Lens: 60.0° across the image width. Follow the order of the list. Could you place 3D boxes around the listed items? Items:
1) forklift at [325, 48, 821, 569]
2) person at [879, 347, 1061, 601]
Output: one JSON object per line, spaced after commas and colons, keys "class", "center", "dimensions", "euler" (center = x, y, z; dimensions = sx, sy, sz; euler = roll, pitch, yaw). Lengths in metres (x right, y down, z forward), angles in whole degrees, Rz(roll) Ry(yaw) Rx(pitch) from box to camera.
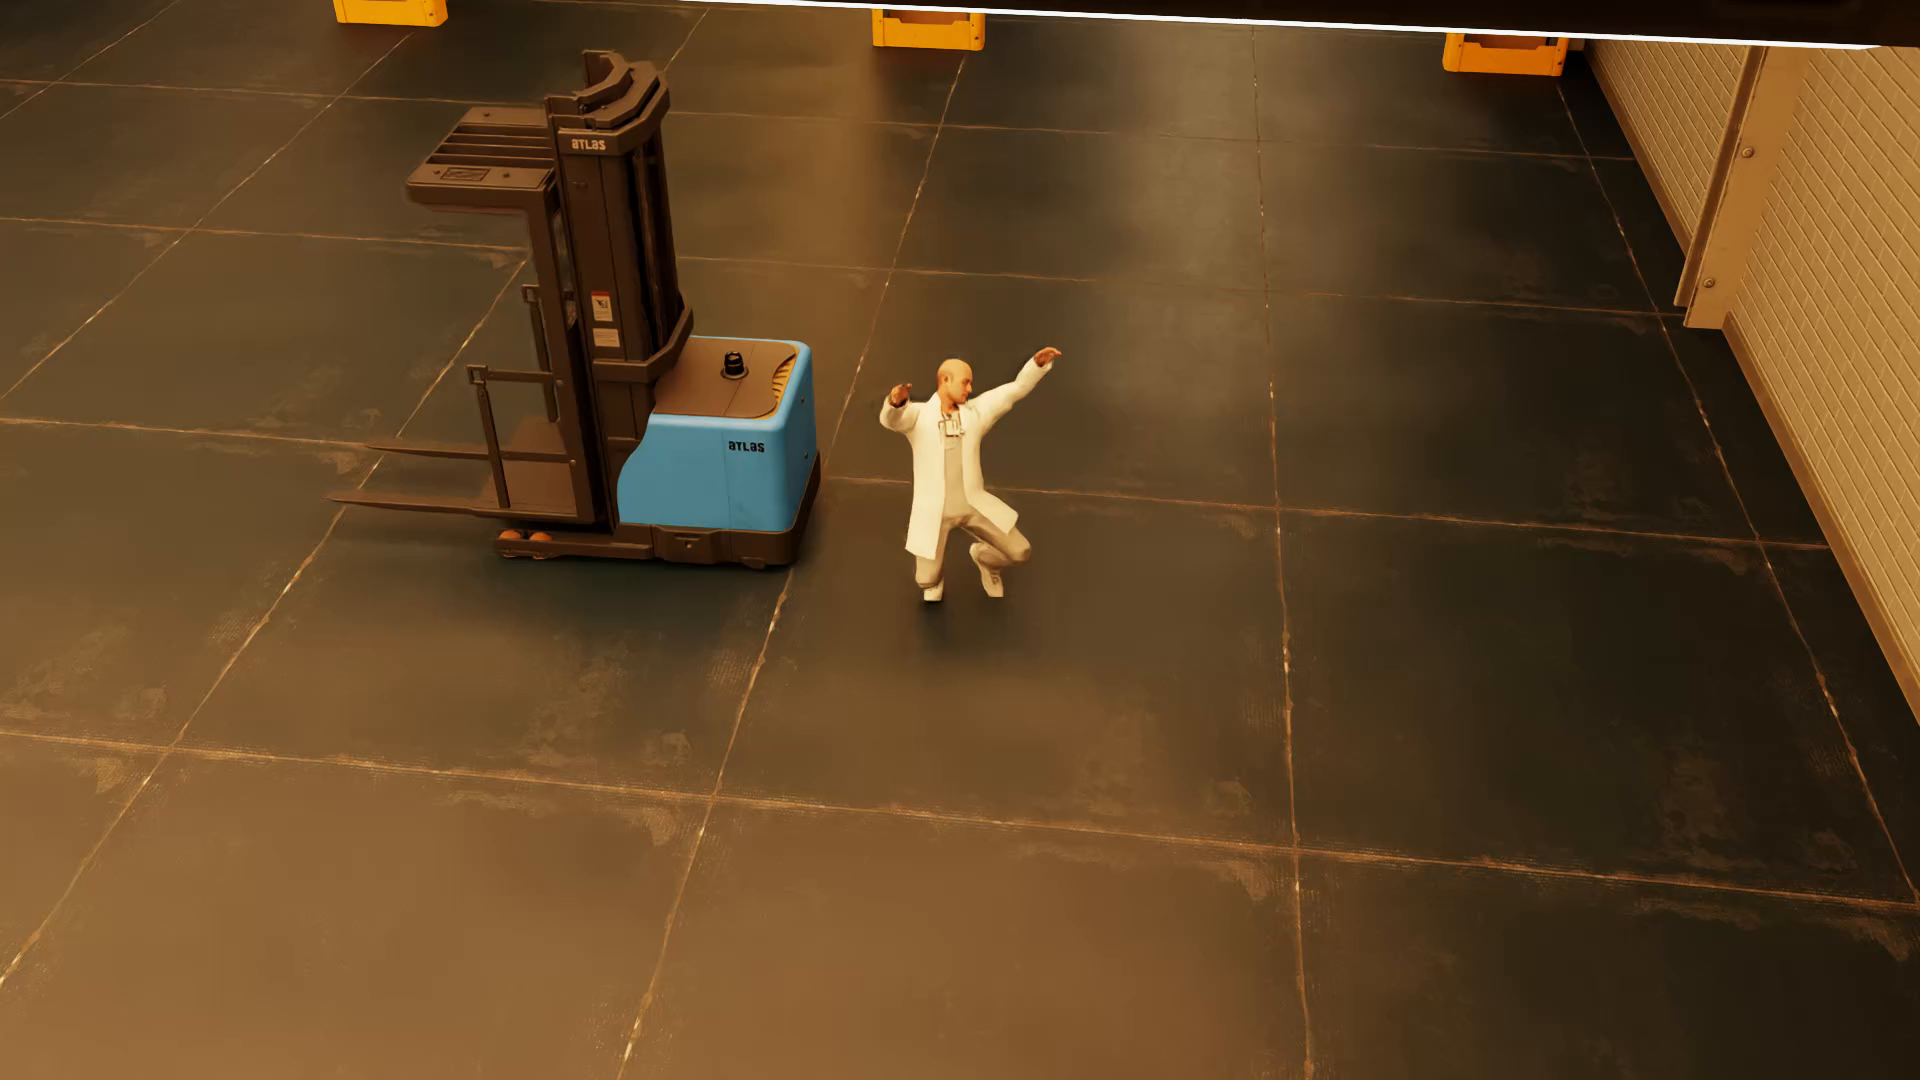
{"class": "forklift", "center": [-2.465, -1.366, 9.883], "dimensions": [3.031, 2.935, 1.130], "euler": [4, 37, 5]}
{"class": "person", "center": [0.049, -0.346, 9.584], "dimensions": [1.022, 1.697, 0.770], "euler": [-9, 37, -11]}
